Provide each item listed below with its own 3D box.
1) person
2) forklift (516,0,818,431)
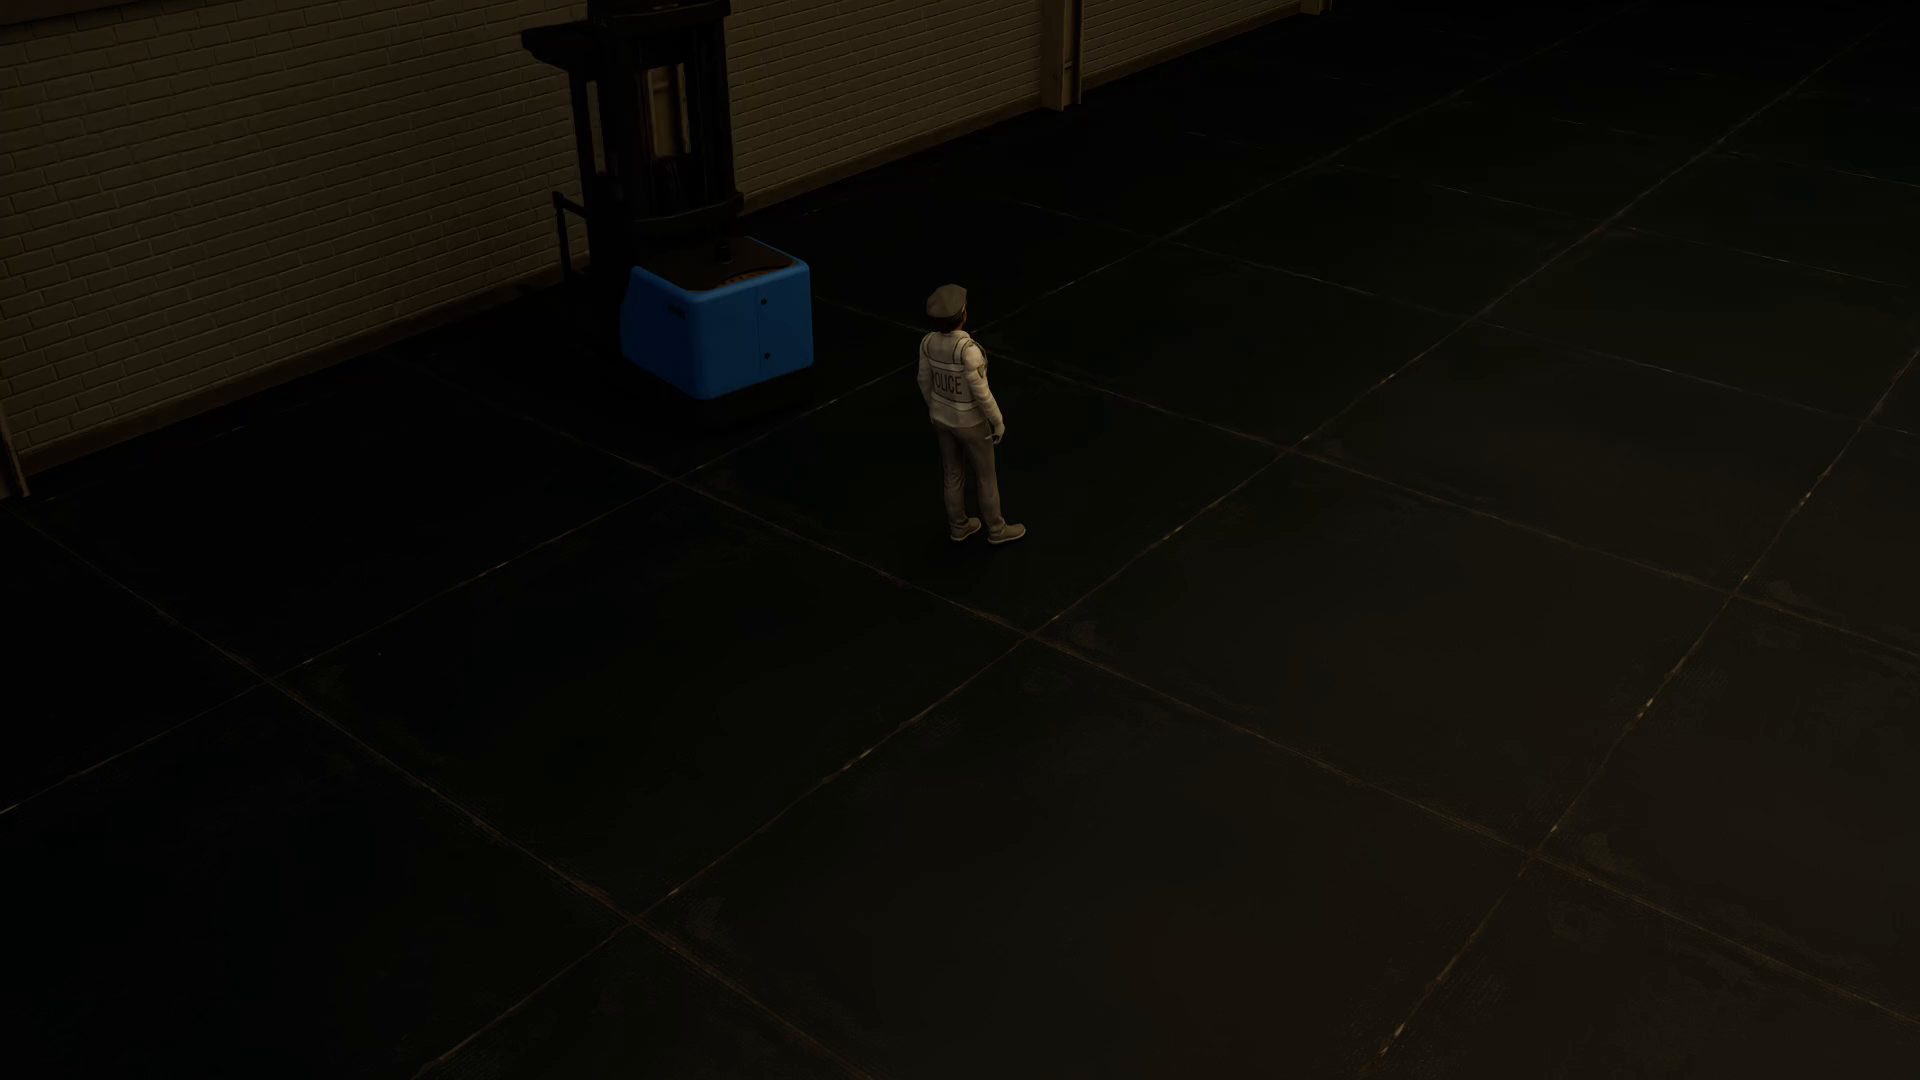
[{"bbox_3d":[0.047,-0.762,10.110,0.587,1.696,0.534,22,37,33],"label":"person"},{"bbox_3d":[-2.393,-2.692,12.202,1.130,2.935,3.031,-24,38,-35],"label":"forklift"}]
